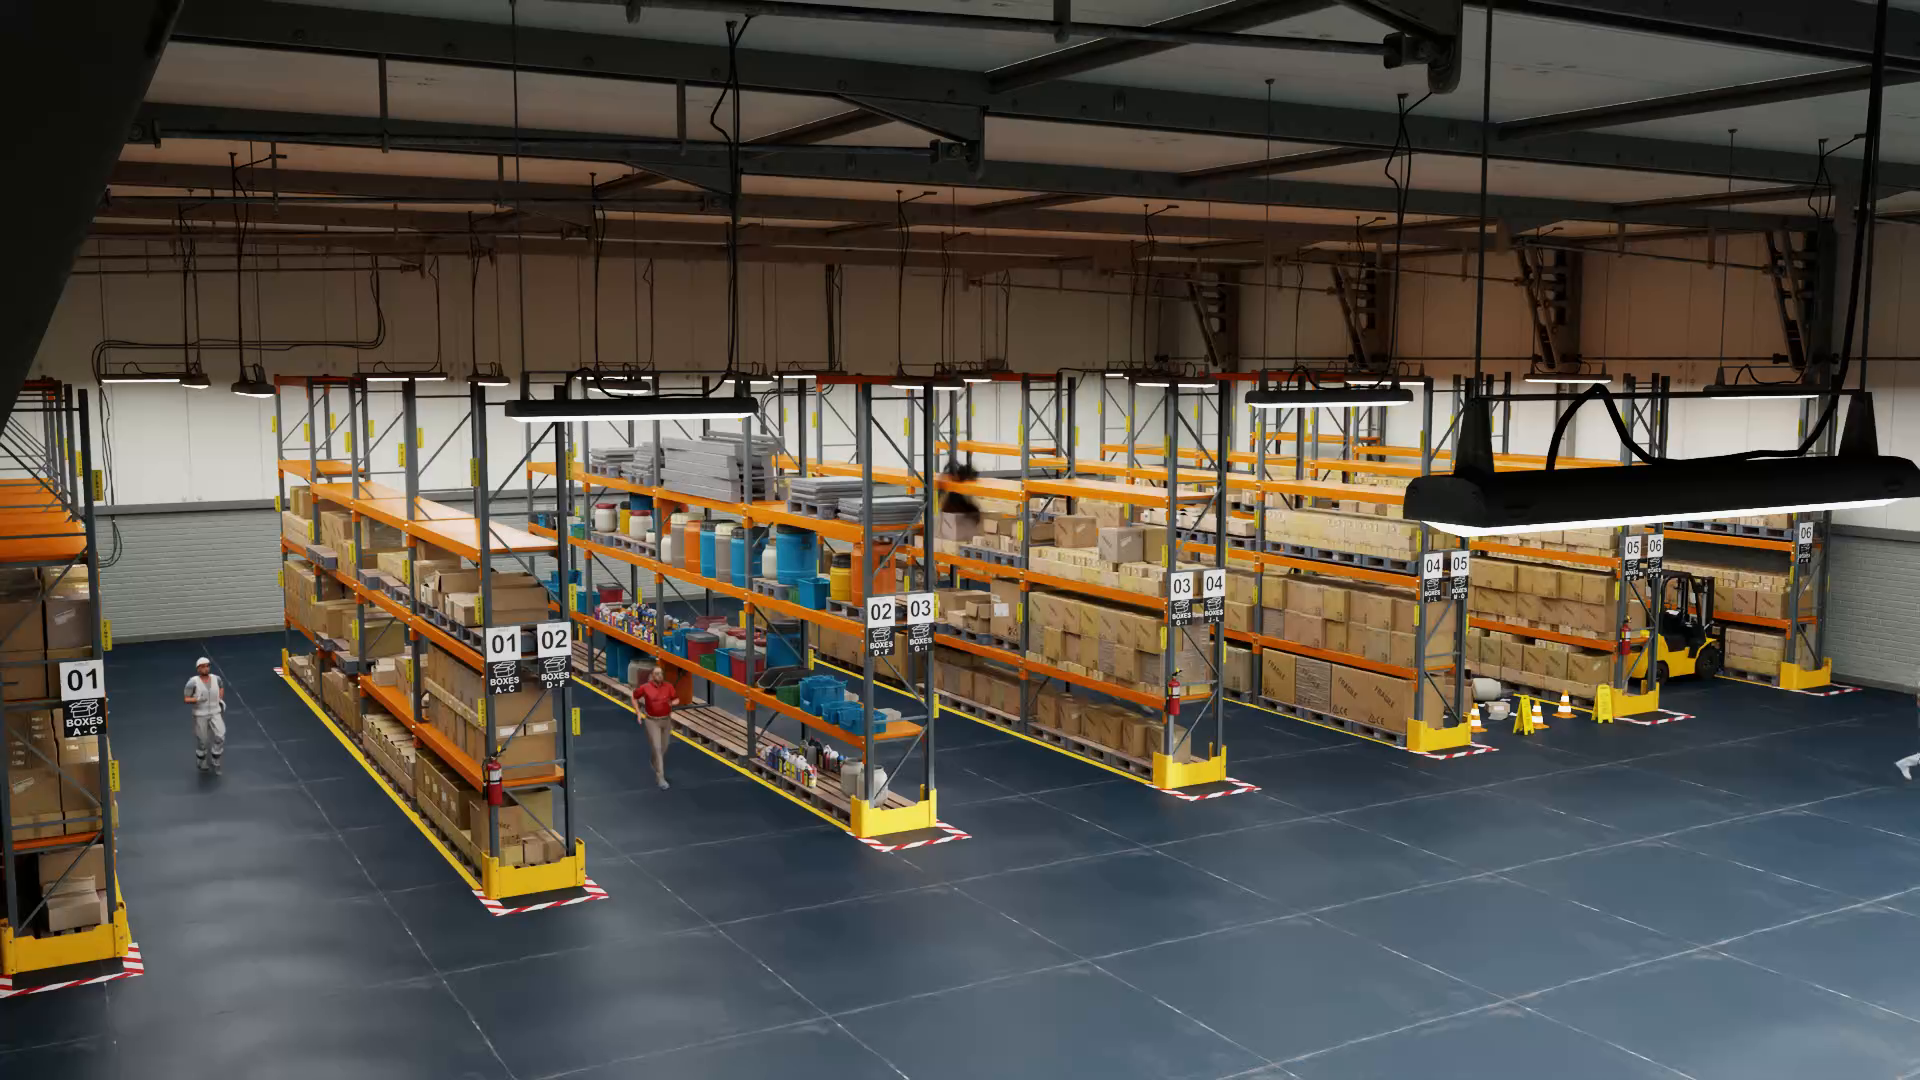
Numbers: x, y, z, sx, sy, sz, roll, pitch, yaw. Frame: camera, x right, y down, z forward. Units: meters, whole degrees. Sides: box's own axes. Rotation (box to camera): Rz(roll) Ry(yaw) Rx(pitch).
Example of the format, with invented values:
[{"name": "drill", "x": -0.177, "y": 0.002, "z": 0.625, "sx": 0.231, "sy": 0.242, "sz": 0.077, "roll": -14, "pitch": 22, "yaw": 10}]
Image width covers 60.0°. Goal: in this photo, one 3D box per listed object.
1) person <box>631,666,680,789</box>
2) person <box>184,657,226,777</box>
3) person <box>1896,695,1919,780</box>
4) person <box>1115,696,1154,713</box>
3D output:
[{"name": "person", "x": -4.501, "y": 2.746, "z": 24.792, "sx": 0.656, "sy": 1.744, "sz": 0.954, "roll": -4, "pitch": 8, "yaw": -34}, {"name": "person", "x": -11.400, "y": 2.687, "z": 25.208, "sx": 0.632, "sy": 1.824, "sz": 0.695, "roll": -5, "pitch": 8, "yaw": -39}, {"name": "person", "x": 14.331, "y": 2.784, "z": 24.454, "sx": 0.981, "sy": 1.770, "sz": 0.707, "roll": 2, "pitch": 6, "yaw": 15}, {"name": "person", "x": 3.160, "y": 2.181, "z": 29.974, "sx": 0.725, "sy": 1.757, "sz": 1.014, "roll": -5, "pitch": 8, "yaw": -40}]
